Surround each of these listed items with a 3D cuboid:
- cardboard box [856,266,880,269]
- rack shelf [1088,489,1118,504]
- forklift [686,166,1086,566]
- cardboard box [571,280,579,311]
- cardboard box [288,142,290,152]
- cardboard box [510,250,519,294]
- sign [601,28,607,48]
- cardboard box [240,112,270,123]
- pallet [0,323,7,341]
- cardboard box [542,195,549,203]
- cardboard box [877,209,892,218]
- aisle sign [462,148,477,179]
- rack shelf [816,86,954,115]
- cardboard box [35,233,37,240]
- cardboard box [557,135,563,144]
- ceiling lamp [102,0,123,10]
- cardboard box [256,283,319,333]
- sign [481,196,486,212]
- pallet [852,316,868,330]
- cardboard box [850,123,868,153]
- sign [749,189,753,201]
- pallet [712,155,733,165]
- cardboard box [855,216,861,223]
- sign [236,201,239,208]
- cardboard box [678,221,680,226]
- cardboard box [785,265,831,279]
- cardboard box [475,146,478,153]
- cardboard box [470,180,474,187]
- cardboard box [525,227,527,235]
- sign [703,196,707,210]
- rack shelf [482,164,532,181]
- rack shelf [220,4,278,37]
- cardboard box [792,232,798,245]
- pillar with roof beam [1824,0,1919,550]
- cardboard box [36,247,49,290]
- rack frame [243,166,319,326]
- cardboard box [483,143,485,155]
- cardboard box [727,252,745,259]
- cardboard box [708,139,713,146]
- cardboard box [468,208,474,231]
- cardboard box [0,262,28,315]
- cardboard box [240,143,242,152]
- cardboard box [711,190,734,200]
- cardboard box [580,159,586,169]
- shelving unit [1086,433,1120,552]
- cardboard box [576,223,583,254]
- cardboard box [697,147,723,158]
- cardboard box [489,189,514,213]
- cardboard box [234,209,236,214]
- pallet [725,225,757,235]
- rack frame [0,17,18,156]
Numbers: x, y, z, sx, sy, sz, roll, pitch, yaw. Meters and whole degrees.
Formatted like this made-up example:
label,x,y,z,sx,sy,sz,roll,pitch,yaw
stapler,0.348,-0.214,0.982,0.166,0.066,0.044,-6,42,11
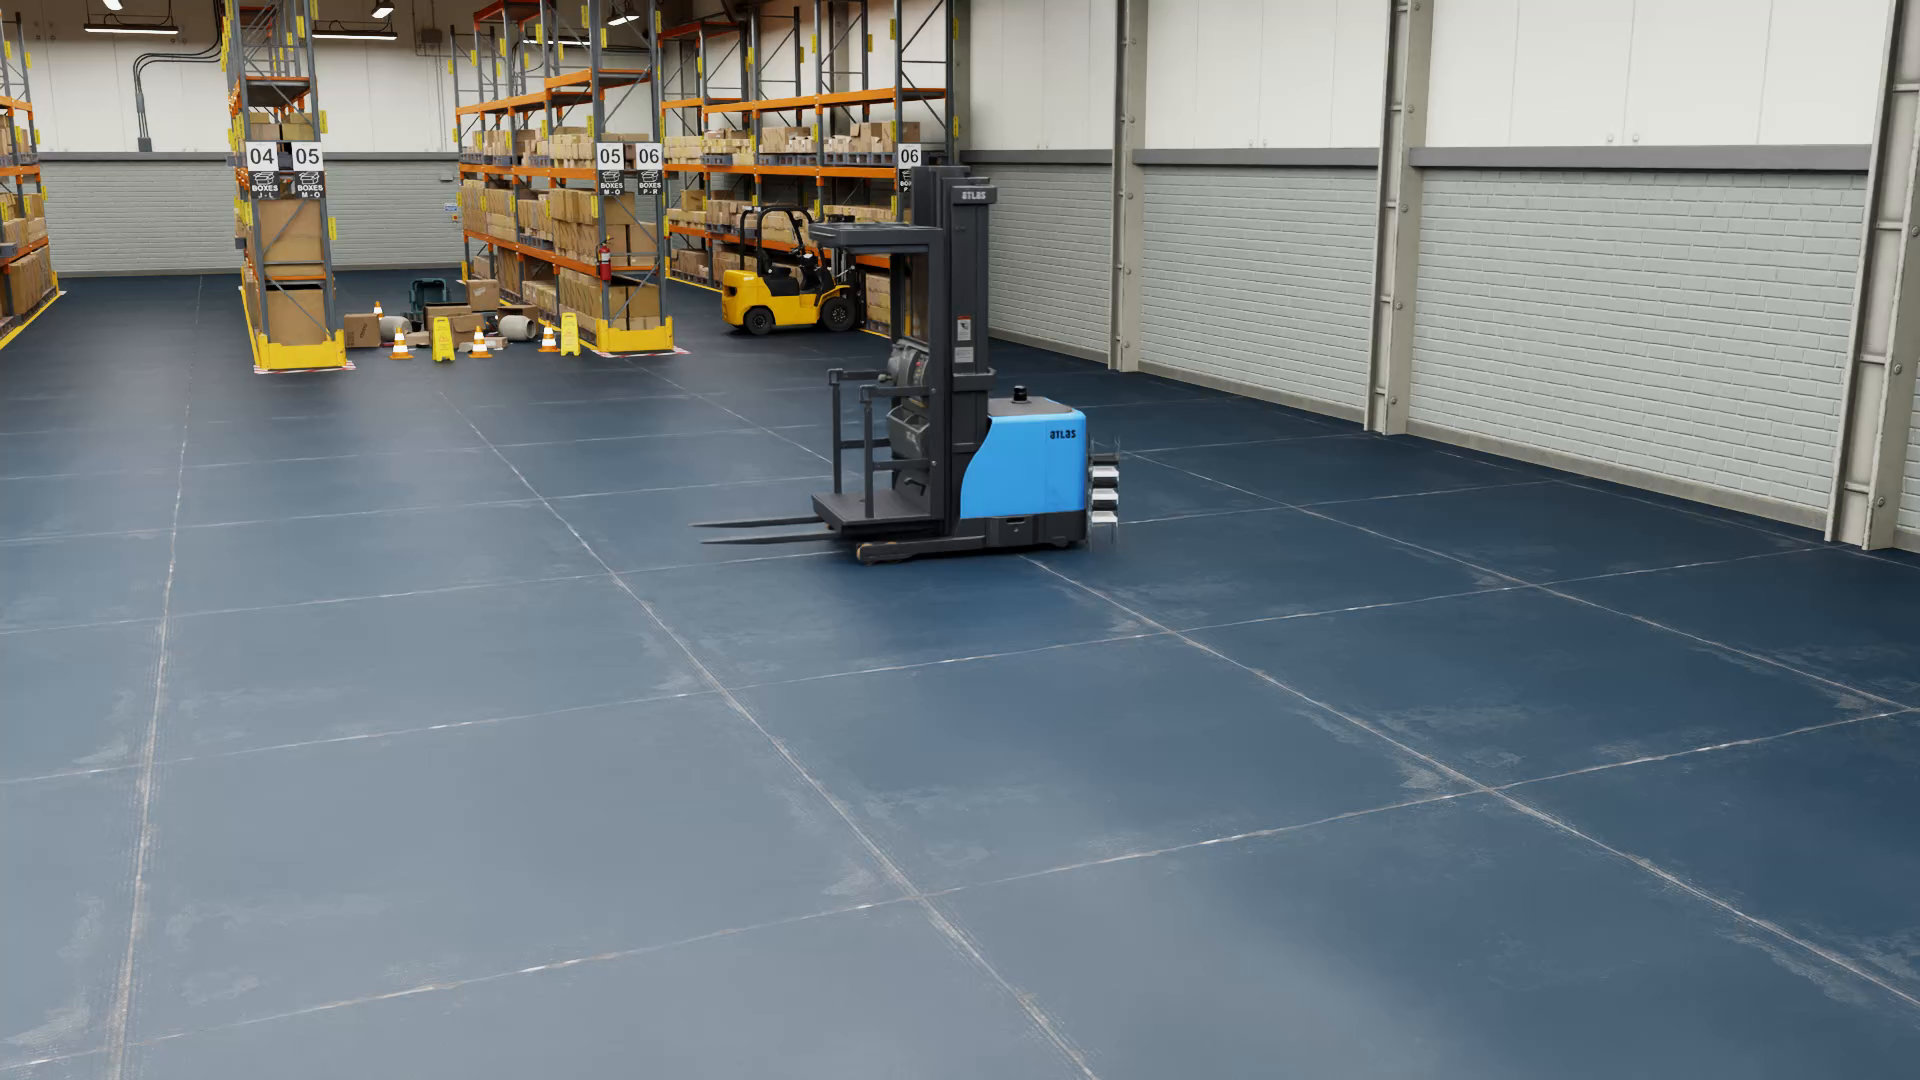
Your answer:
label,x,y,z,sx,sy,sz,roll,pitch,yaw
cardboard box,-1.817,-5.023,31.372,0.500,0.250,0.500,-5,14,-22
rack shelf,1.116,-0.343,13.002,0.200,0.077,0.258,-1,13,-3
forklift,-0.583,-1.368,12.781,3.031,2.935,1.130,-4,14,-18
cardboard box,-6.317,-4.174,28.254,0.500,0.500,0.500,-5,14,-20
cardboard box,-9.980,-5.965,25.242,0.380,0.149,0.250,-6,14,-23
cardboard box,-8.894,-5.637,34.855,0.875,0.875,0.875,-5,14,-22
sign,-6.233,-8.768,29.050,0.100,0.325,0.005,-6,14,-23
cardboard box,-10.076,-6.032,23.762,0.380,0.149,0.250,-5,14,-22
pallet,-16.624,-3.466,27.877,1.003,0.211,1.213,-6,14,-23
cardboard box,-7.418,-6.237,30.414,0.380,0.149,0.250,-6,14,-25
cardboard box,-1.214,-5.652,28.817,0.380,0.149,0.250,-6,14,-23
aisle sign,-11.839,-9.041,40.015,0.394,0.787,0.004,-6,14,-23
rack shelf,-1.390,-7.720,29.250,1.077,0.370,4.000,-6,14,-23
cardboard box,-19.257,-6.249,34.273,0.380,0.149,0.250,-6,14,-24
cardboard box,-6.601,-6.776,28.132,0.380,0.149,0.250,-6,14,-23
ceiling lamp,-16.163,-11.907,31.915,0.800,3.185,2.000,-6,14,-23
cardboard box,-10.317,-3.497,25.609,0.875,0.875,0.875,-6,14,-24
sign,-10.450,-7.369,36.462,0.100,0.325,0.005,-6,14,-23
pallet,-1.418,-3.977,30.083,1.003,0.211,1.213,-6,14,-23
cardboard box,-1.508,-7.109,29.397,0.797,0.503,0.637,-5,14,-21
sign,-4.889,-8.023,38.816,0.100,0.325,0.005,-6,14,-23
pallet,-4.781,-8.423,36.876,1.213,0.211,1.003,-6,14,-23
cardboard box,-1.703,-5.709,29.726,0.380,0.149,0.250,-6,14,-24
sign,-14.932,-6.862,34.448,0.100,0.325,0.005,-6,14,-23
cardboard box,-6.791,-7.862,41.246,0.380,0.149,0.250,-5,14,-21
cardboard box,-3.017,-5.226,33.633,0.875,0.625,0.625,-6,14,-25
cardboard box,-10.597,-8.709,37.099,0.380,0.149,0.250,-5,14,-22
cardboard box,-11.074,-8.215,38.334,0.380,0.149,0.250,-6,14,-24
cardboard box,-8.230,-6.009,32.306,0.380,0.149,0.250,-7,15,-27
sign,-5.890,-7.780,38.411,0.100,0.325,0.005,-6,14,-23
rack shelf,-9.141,-7.657,34.744,1.077,0.370,4.000,-6,14,-23
rack shelf,-15.239,-11.096,35.580,1.077,0.370,4.000,-6,14,-23
cardboard box,-3.010,-5.972,32.852,0.500,0.250,0.500,-6,14,-23
pillar with roof beam,3.224,-3.969,10.564,9.100,9.000,0.400,-6,14,-23
cardboard box,-19.931,-5.747,35.329,0.875,0.875,0.875,-6,14,-23
rack frame,-11.233,-4.838,27.623,1.000,3.000,0.127,-6,14,-23
cardboard box,-10.063,-8.425,35.833,0.396,0.266,0.258,-6,14,-23
cardboard box,-5.079,-6.455,37.783,0.380,0.149,0.250,-6,14,-24
cardboard box,-5.443,-8.939,37.434,0.380,0.149,0.250,-6,14,-24
cardboard box,-11.200,-7.501,38.904,0.500,0.500,0.500,-6,14,-23
cardboard box,-17.678,-4.552,30.165,1.225,0.875,0.875,-6,14,-26
cardboard box,-10.989,-6.115,25.889,0.380,0.149,0.250,-6,14,-24
cardboard box,-5.749,-8.177,40.059,0.500,0.500,0.500,-6,14,-25
cardboard box,-5.923,-6.079,26.890,0.380,0.149,0.250,-6,14,-23
shelving unit,1.116,-0.375,12.994,0.210,0.900,0.258,-1,13,-3
cardboard box,-5.999,-4.968,27.303,0.500,0.500,0.500,-6,14,-23
cardboard box,-5.819,-9.019,38.705,0.500,0.250,0.500,-6,14,-23
cardboard box,-9.800,-7.276,35.714,0.500,0.500,0.500,-6,14,-23
cardboard box,-14.386,-6.578,33.447,0.380,0.149,0.250,-6,14,-24
pallet,-4.577,-6.890,36.912,1.003,0.211,1.213,-6,14,-23
rack frame,-19.023,-8.987,32.243,1.000,3.000,0.127,-6,14,-23
